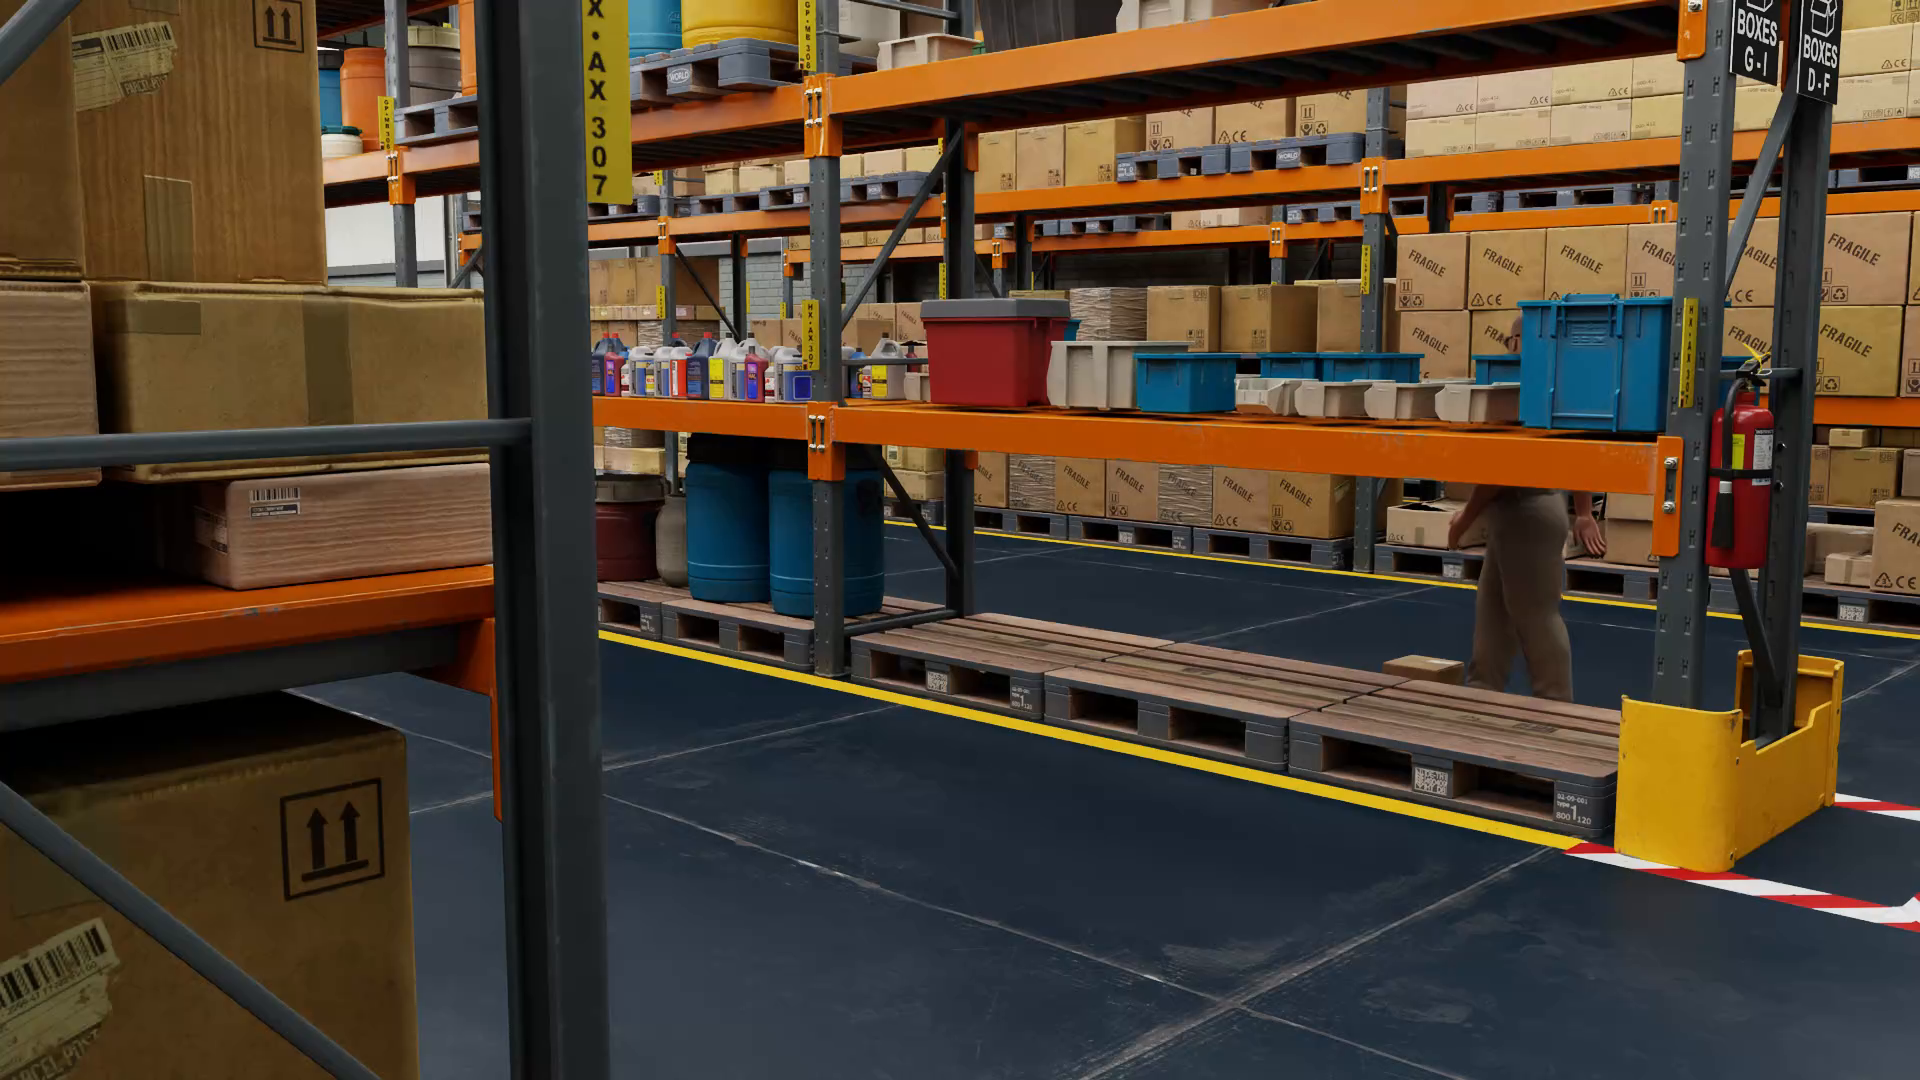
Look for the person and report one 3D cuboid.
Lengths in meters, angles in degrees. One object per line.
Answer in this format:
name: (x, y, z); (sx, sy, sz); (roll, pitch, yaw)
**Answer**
person: (2.246, -0.031, 6.737); (0.687, 1.785, 0.502); (3, 8, 23)
